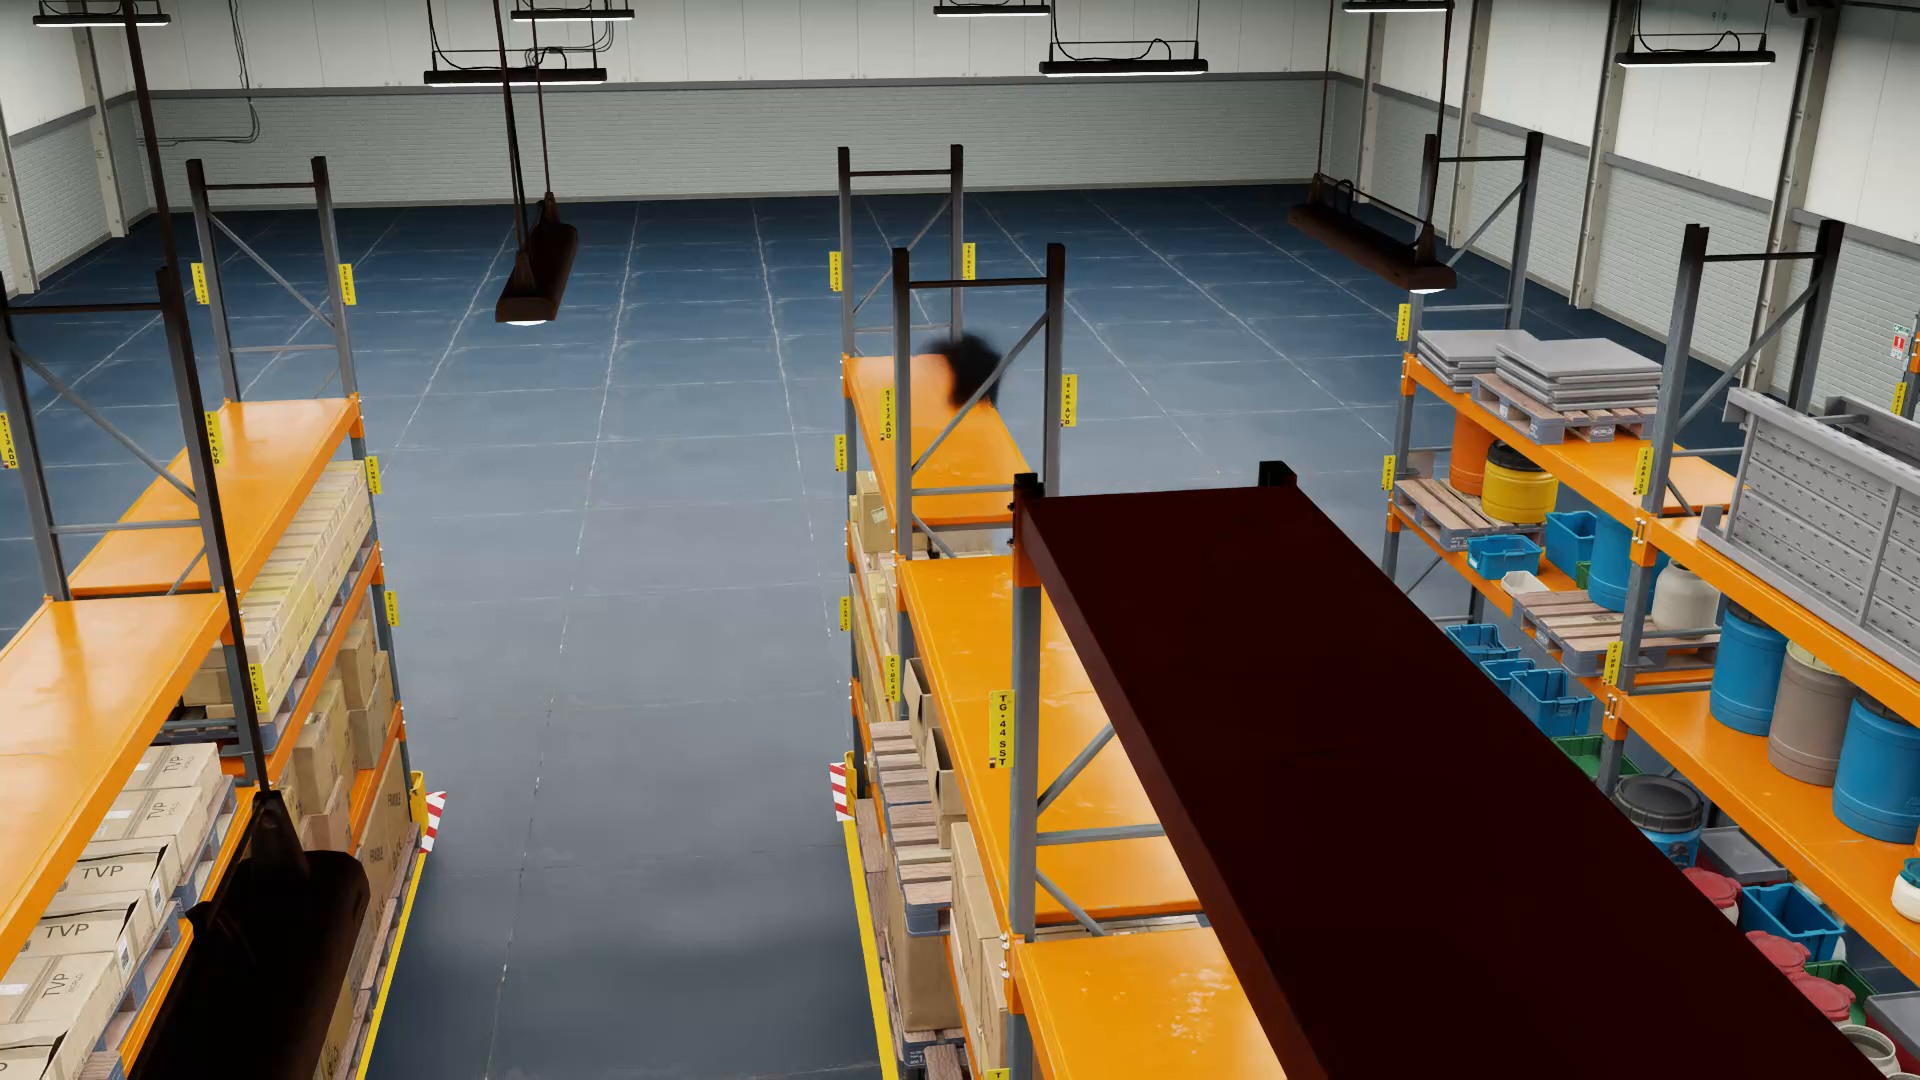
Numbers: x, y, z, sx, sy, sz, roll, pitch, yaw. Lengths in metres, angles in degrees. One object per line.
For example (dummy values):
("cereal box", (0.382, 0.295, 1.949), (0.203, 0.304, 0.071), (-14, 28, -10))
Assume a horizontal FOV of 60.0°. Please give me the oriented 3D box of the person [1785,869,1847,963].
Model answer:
("person", (6.504, 2.692, 12.597), (0.603, 1.701, 0.834), (2, 22, 4))
